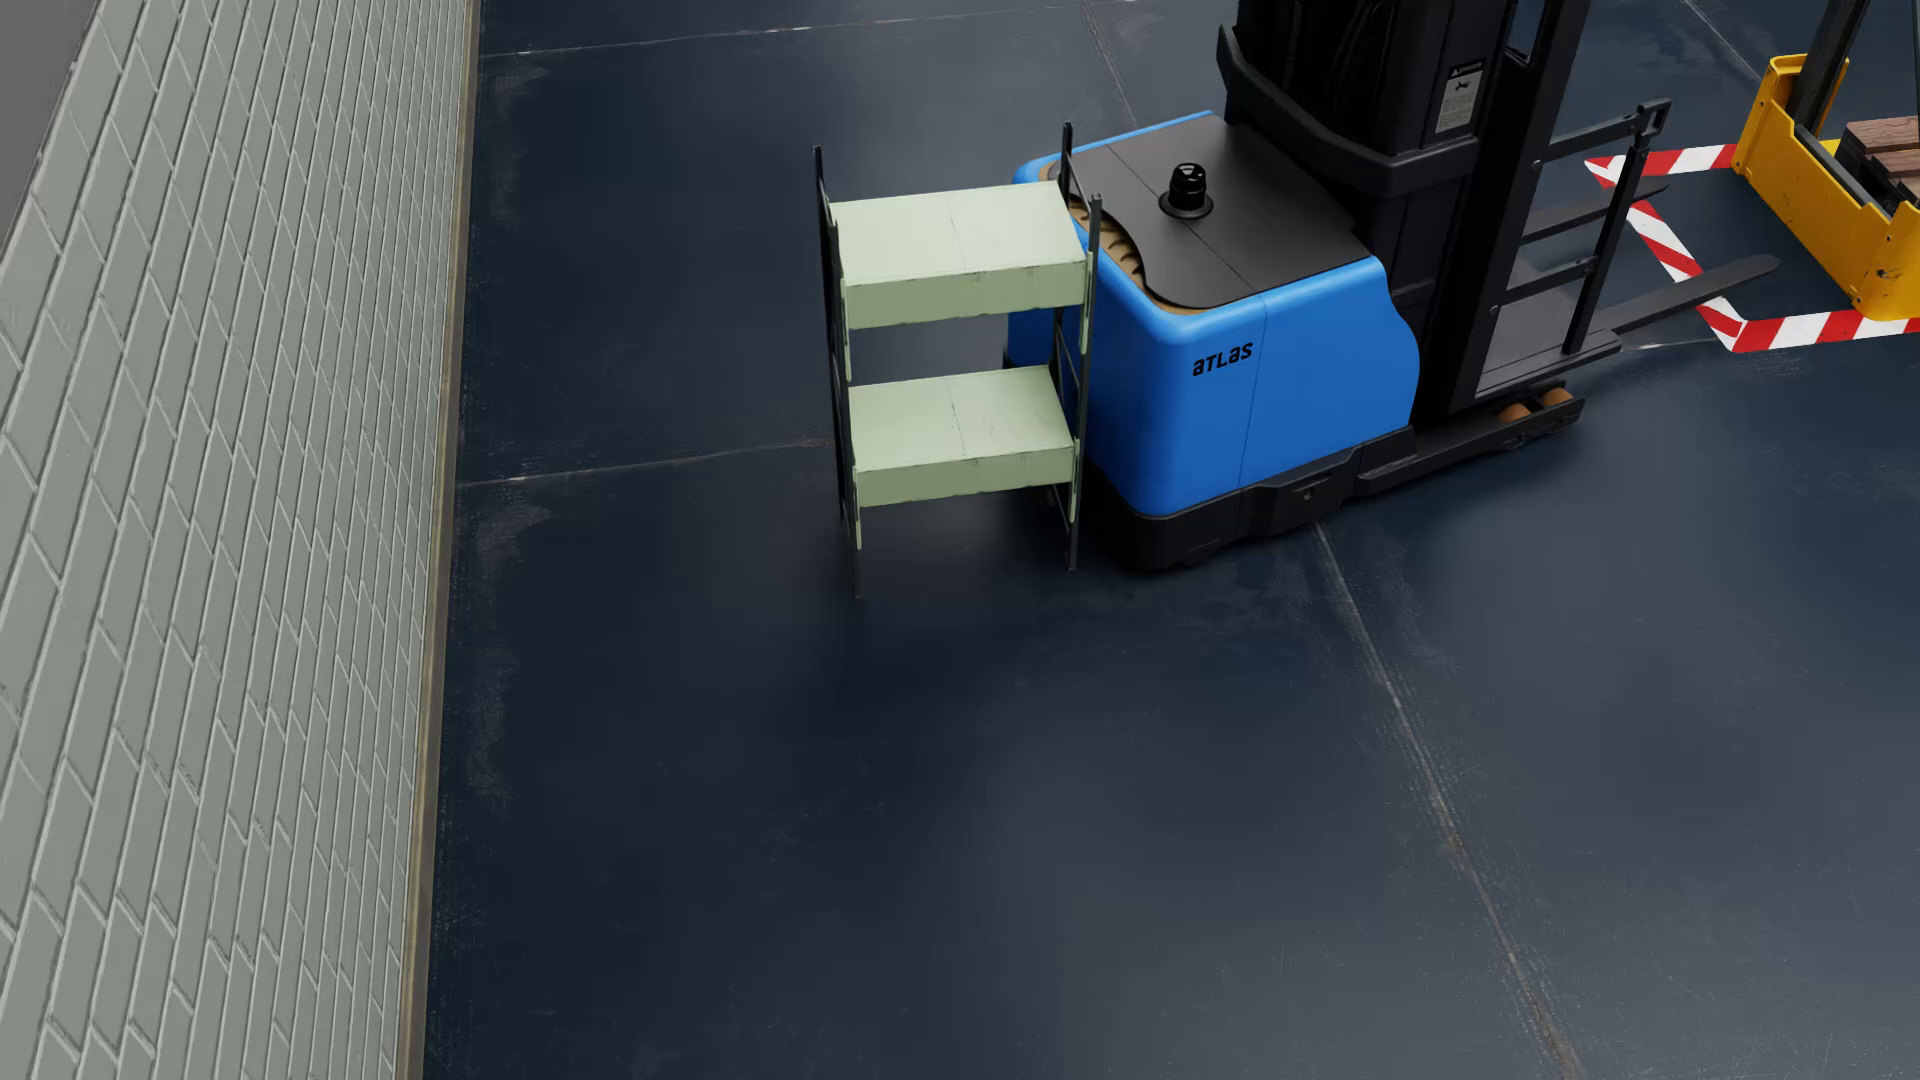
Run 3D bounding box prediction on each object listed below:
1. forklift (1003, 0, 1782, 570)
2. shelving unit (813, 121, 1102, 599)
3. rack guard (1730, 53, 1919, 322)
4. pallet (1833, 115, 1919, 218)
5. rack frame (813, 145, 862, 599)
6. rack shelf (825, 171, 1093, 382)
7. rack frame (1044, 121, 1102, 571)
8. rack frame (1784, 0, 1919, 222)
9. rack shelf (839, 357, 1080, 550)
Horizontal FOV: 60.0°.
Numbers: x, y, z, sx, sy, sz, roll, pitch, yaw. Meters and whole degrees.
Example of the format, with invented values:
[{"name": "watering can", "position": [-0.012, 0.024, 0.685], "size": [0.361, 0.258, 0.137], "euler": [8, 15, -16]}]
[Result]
[{"name": "forklift", "position": [1.707, -1.668, 5.322], "size": [3.031, 2.935, 1.130], "euler": [-20, 49, -18]}, {"name": "shelving unit", "position": [-0.014, -0.512, 5.202], "size": [0.755, 1.500, 0.431], "euler": [-7, 47, -7]}, {"name": "rack guard", "position": [3.662, -1.467, 6.816], "size": [0.348, 0.500, 1.175], "euler": [-7, 46, -7]}, {"name": "pallet", "position": [4.503, -1.453, 7.003], "size": [1.213, 0.211, 1.003], "euler": [-7, 46, -7]}, {"name": "rack frame", "position": [-0.374, -0.466, 5.157], "size": [0.023, 1.500, 0.400], "euler": [-7, 47, -7]}, {"name": "rack shelf", "position": [-0.014, -0.783, 4.921], "size": [0.720, 0.370, 0.431], "euler": [-7, 47, -7]}, {"name": "rack frame", "position": [0.346, -0.558, 5.246], "size": [0.023, 1.500, 0.400], "euler": [-7, 47, -7]}, {"name": "rack frame", "position": [3.684, -2.346, 5.928], "size": [0.127, 3.000, 1.000], "euler": [-7, 46, -7]}, {"name": "rack shelf", "position": [-0.014, -0.286, 5.437], "size": [0.720, 0.370, 0.431], "euler": [-7, 47, -7]}]
